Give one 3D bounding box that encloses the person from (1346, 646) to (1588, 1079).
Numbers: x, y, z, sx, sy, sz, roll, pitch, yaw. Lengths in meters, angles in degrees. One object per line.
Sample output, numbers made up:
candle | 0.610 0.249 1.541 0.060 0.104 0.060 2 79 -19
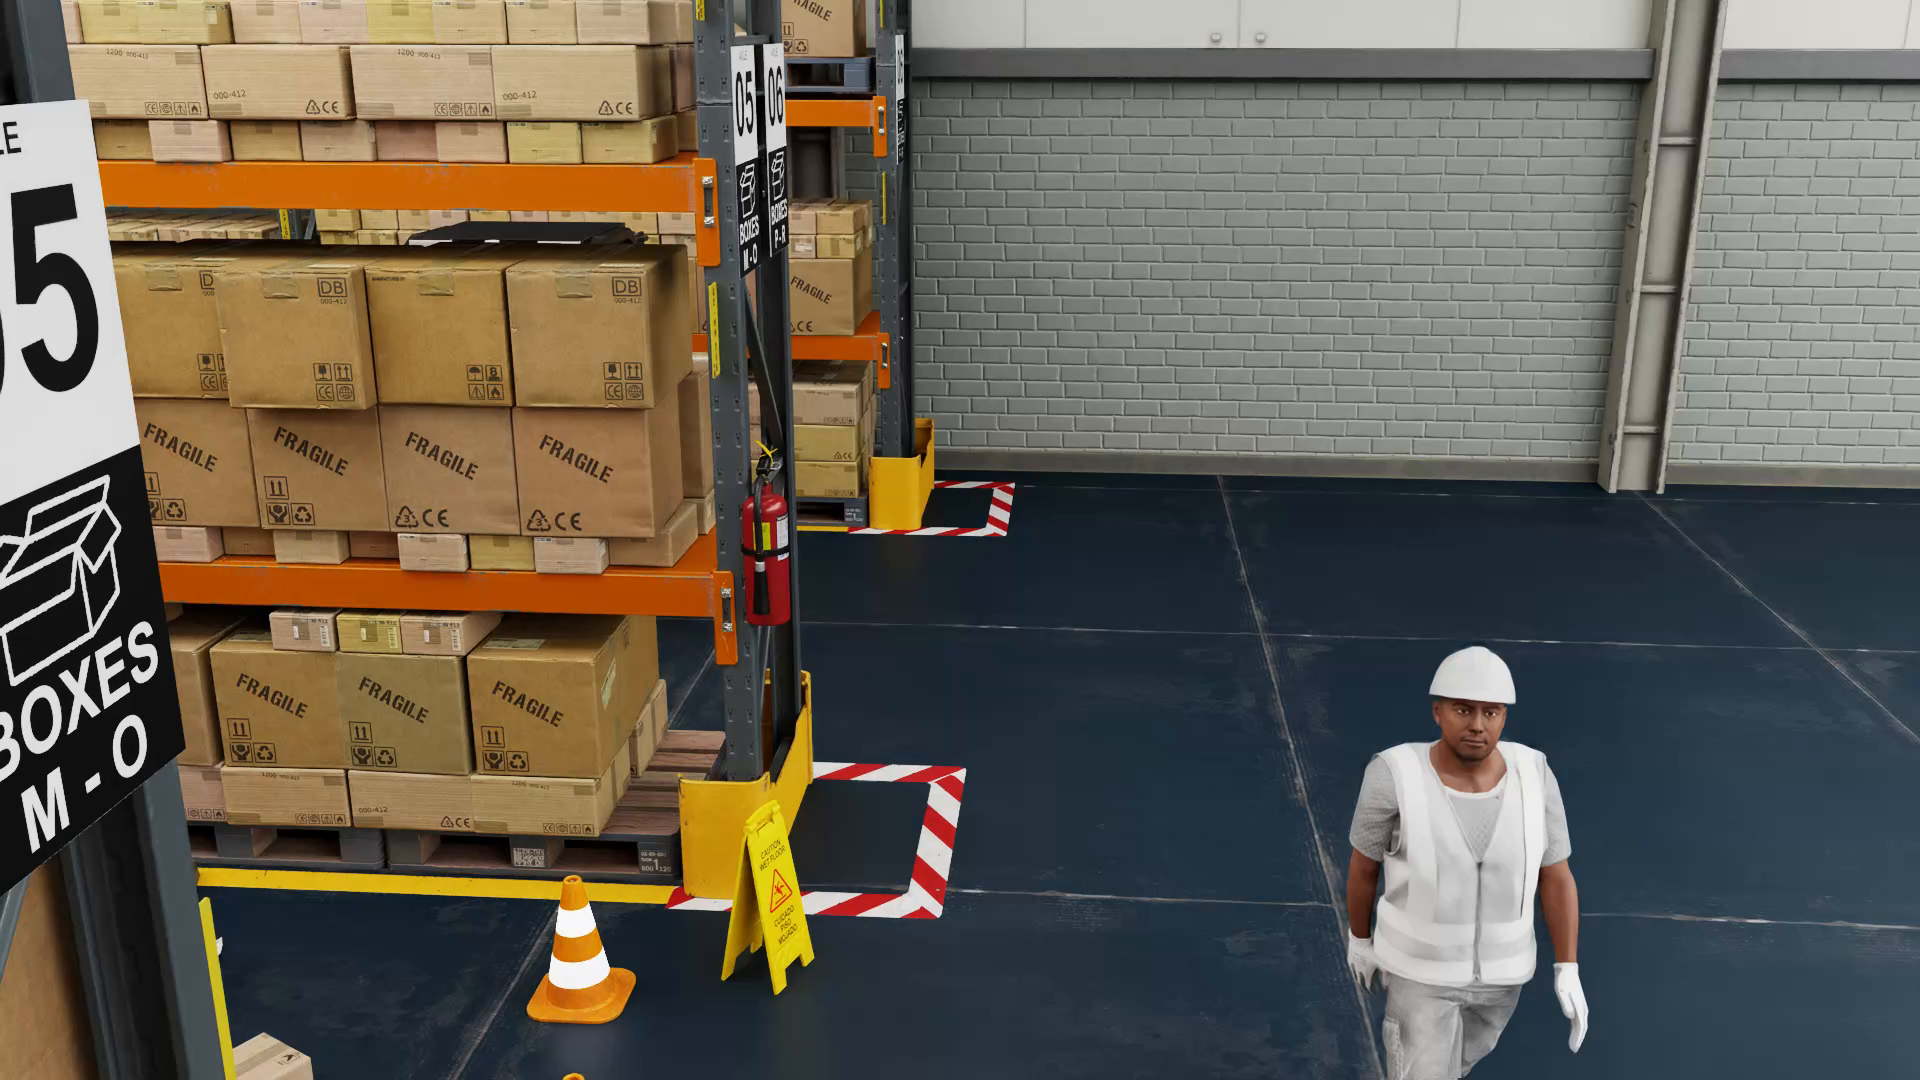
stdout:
person | 1.334 1.133 4.378 0.552 1.734 1.058 -2 17 -5
